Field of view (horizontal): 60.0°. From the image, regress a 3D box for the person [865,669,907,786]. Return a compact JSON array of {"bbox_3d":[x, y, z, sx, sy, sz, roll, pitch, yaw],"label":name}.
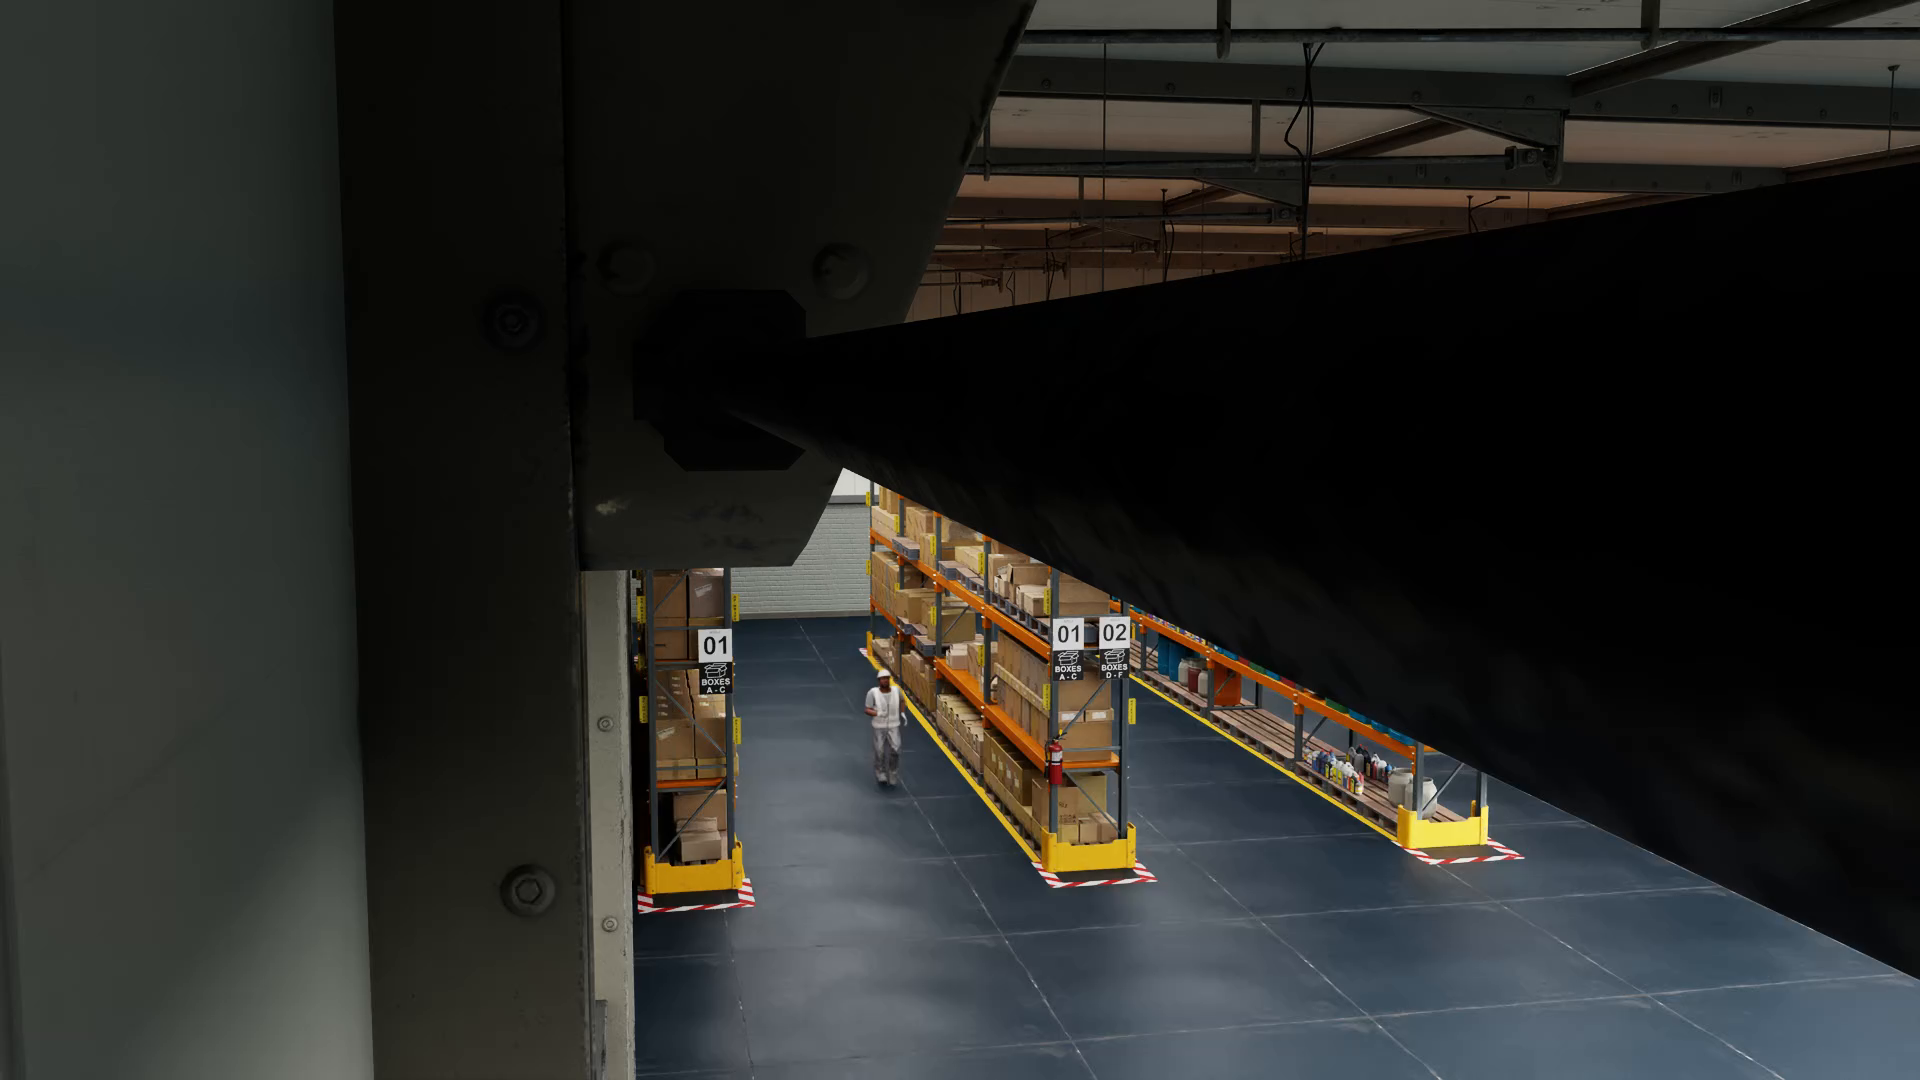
[{"bbox_3d":[-1.103,2.830,25.023,0.655,1.775,0.689,-1,6,-11],"label":"person"}]
